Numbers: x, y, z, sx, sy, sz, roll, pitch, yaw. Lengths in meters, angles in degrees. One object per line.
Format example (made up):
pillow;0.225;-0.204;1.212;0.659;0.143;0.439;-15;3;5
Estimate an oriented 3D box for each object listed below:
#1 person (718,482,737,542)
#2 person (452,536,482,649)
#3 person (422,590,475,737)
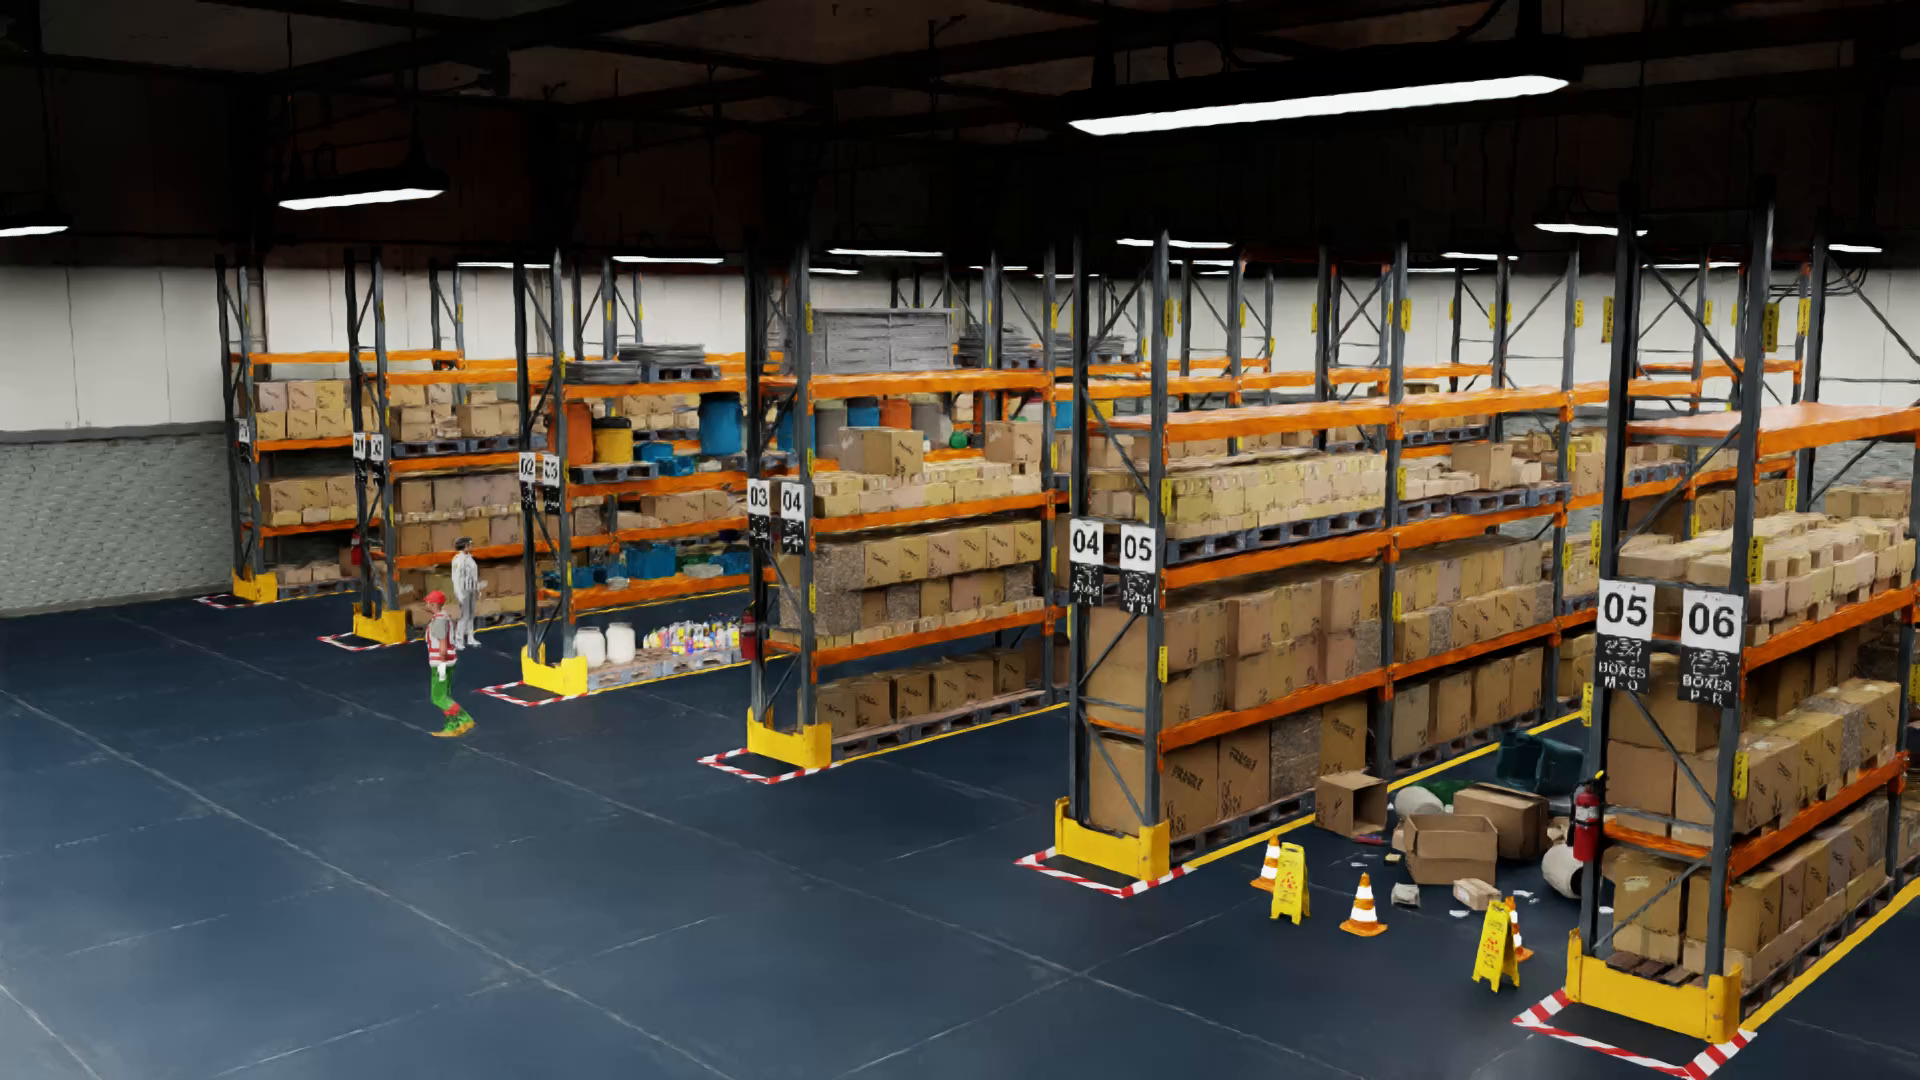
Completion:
person;-4.622;-0.371;33.262;0.445;1.658;0.579;2;8;16
person;-7.472;0.797;25.200;0.361;1.727;0.539;2;8;16
person;-6.112;1.484;19.879;0.573;1.780;0.587;-1;8;-10
